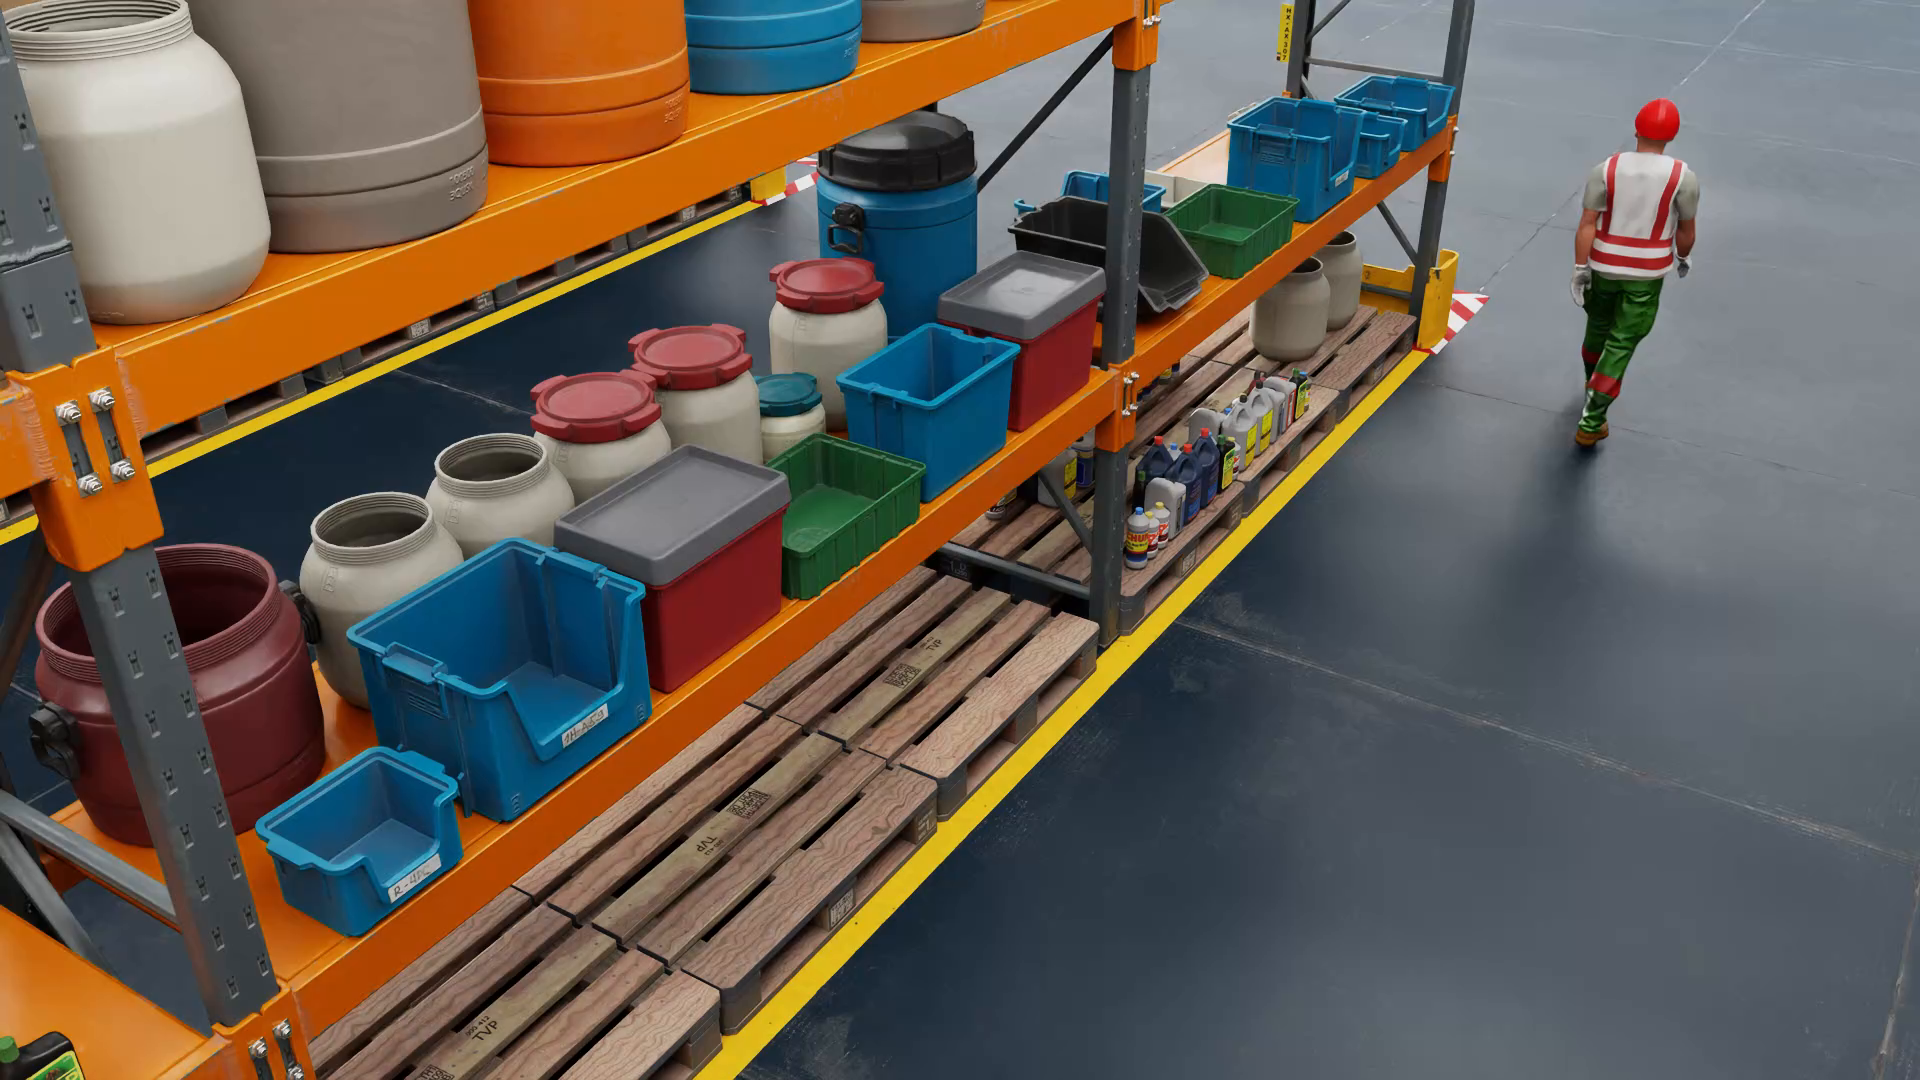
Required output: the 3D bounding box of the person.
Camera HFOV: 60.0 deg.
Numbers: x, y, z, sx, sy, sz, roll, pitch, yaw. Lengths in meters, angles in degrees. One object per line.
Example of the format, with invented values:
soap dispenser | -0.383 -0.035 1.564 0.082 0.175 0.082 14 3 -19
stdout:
person | 3.474 -1.442 8.558 0.528 1.728 1.017 19 35 29
